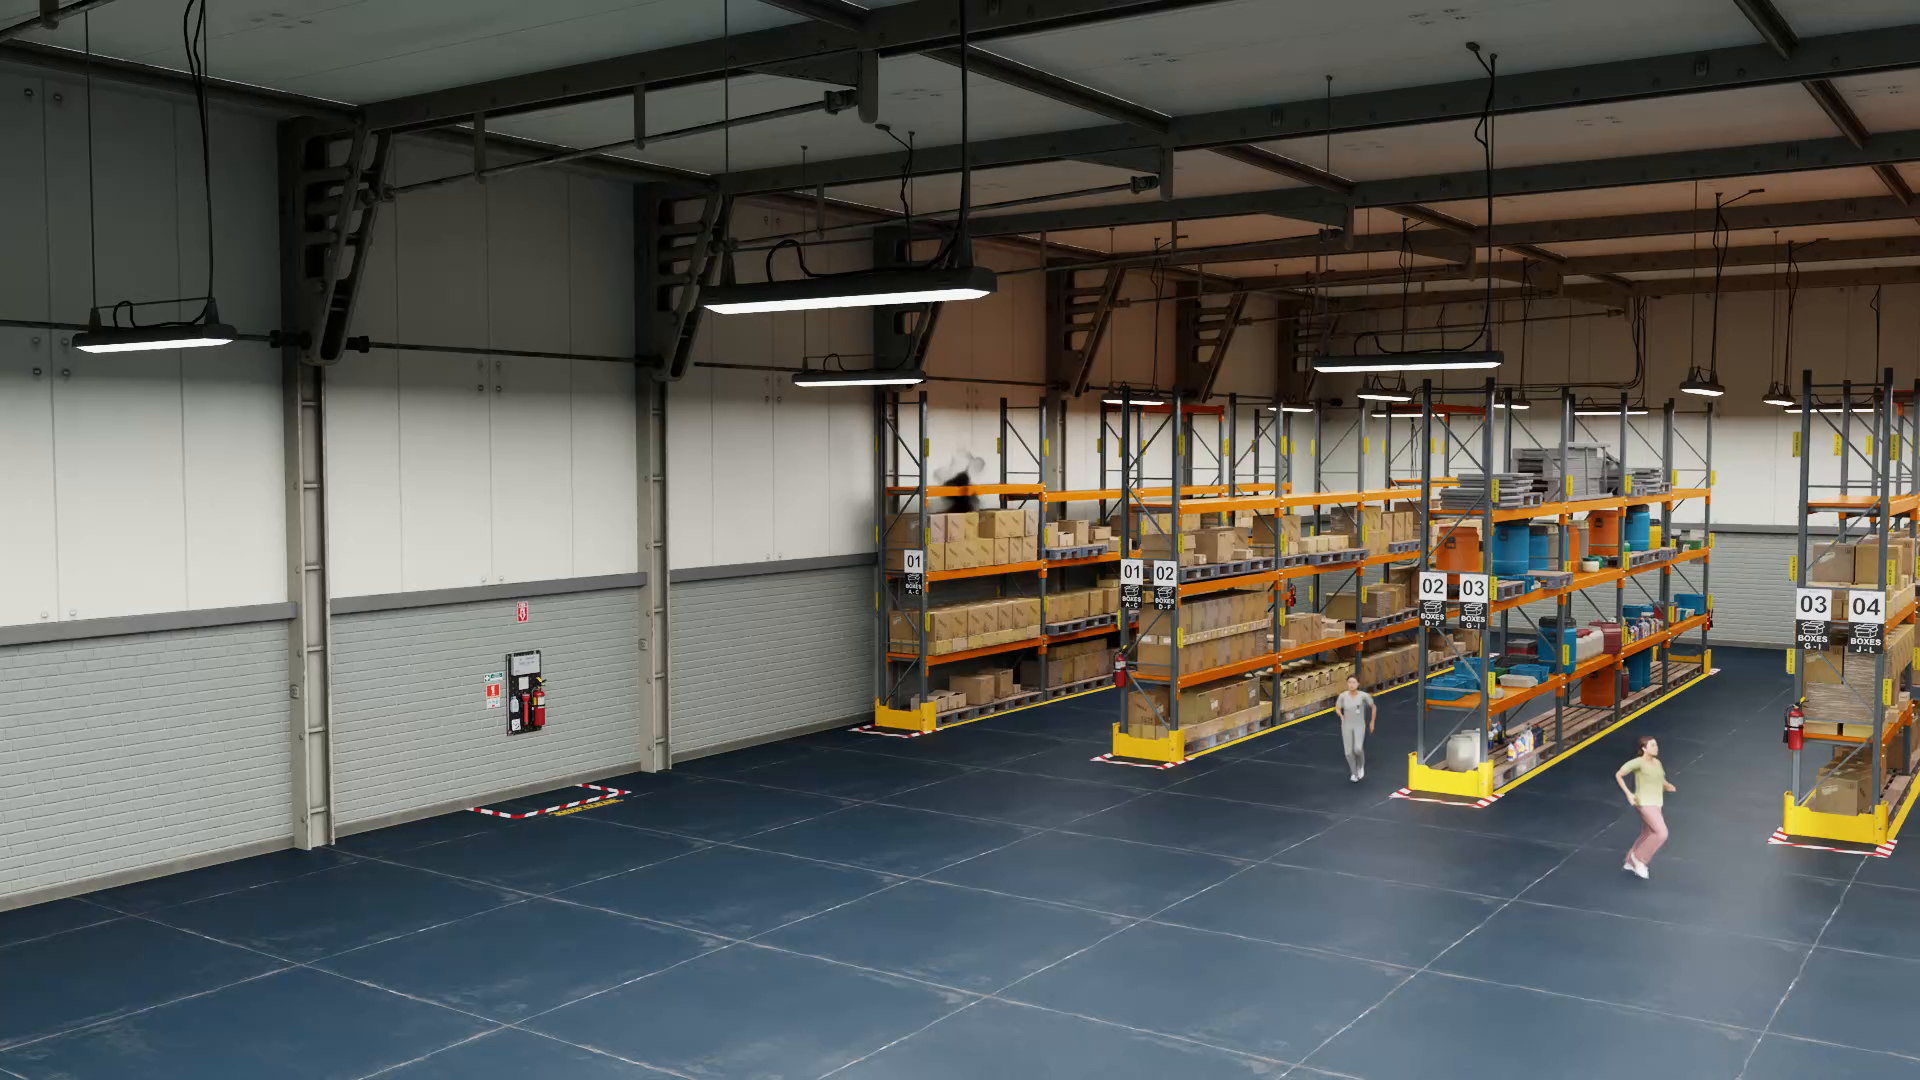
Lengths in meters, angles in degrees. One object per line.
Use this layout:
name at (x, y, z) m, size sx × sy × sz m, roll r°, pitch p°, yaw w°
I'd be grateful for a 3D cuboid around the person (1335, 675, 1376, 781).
person at (5.885, 2.813, 24.823) m, size 0.577 × 1.616 × 0.663 m, roll 1°, pitch 3°, yaw 25°

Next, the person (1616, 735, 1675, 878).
person at (8.001, 3.089, 19.302) m, size 0.550 × 1.640 × 0.634 m, roll -2°, pitch 4°, yaw -33°
